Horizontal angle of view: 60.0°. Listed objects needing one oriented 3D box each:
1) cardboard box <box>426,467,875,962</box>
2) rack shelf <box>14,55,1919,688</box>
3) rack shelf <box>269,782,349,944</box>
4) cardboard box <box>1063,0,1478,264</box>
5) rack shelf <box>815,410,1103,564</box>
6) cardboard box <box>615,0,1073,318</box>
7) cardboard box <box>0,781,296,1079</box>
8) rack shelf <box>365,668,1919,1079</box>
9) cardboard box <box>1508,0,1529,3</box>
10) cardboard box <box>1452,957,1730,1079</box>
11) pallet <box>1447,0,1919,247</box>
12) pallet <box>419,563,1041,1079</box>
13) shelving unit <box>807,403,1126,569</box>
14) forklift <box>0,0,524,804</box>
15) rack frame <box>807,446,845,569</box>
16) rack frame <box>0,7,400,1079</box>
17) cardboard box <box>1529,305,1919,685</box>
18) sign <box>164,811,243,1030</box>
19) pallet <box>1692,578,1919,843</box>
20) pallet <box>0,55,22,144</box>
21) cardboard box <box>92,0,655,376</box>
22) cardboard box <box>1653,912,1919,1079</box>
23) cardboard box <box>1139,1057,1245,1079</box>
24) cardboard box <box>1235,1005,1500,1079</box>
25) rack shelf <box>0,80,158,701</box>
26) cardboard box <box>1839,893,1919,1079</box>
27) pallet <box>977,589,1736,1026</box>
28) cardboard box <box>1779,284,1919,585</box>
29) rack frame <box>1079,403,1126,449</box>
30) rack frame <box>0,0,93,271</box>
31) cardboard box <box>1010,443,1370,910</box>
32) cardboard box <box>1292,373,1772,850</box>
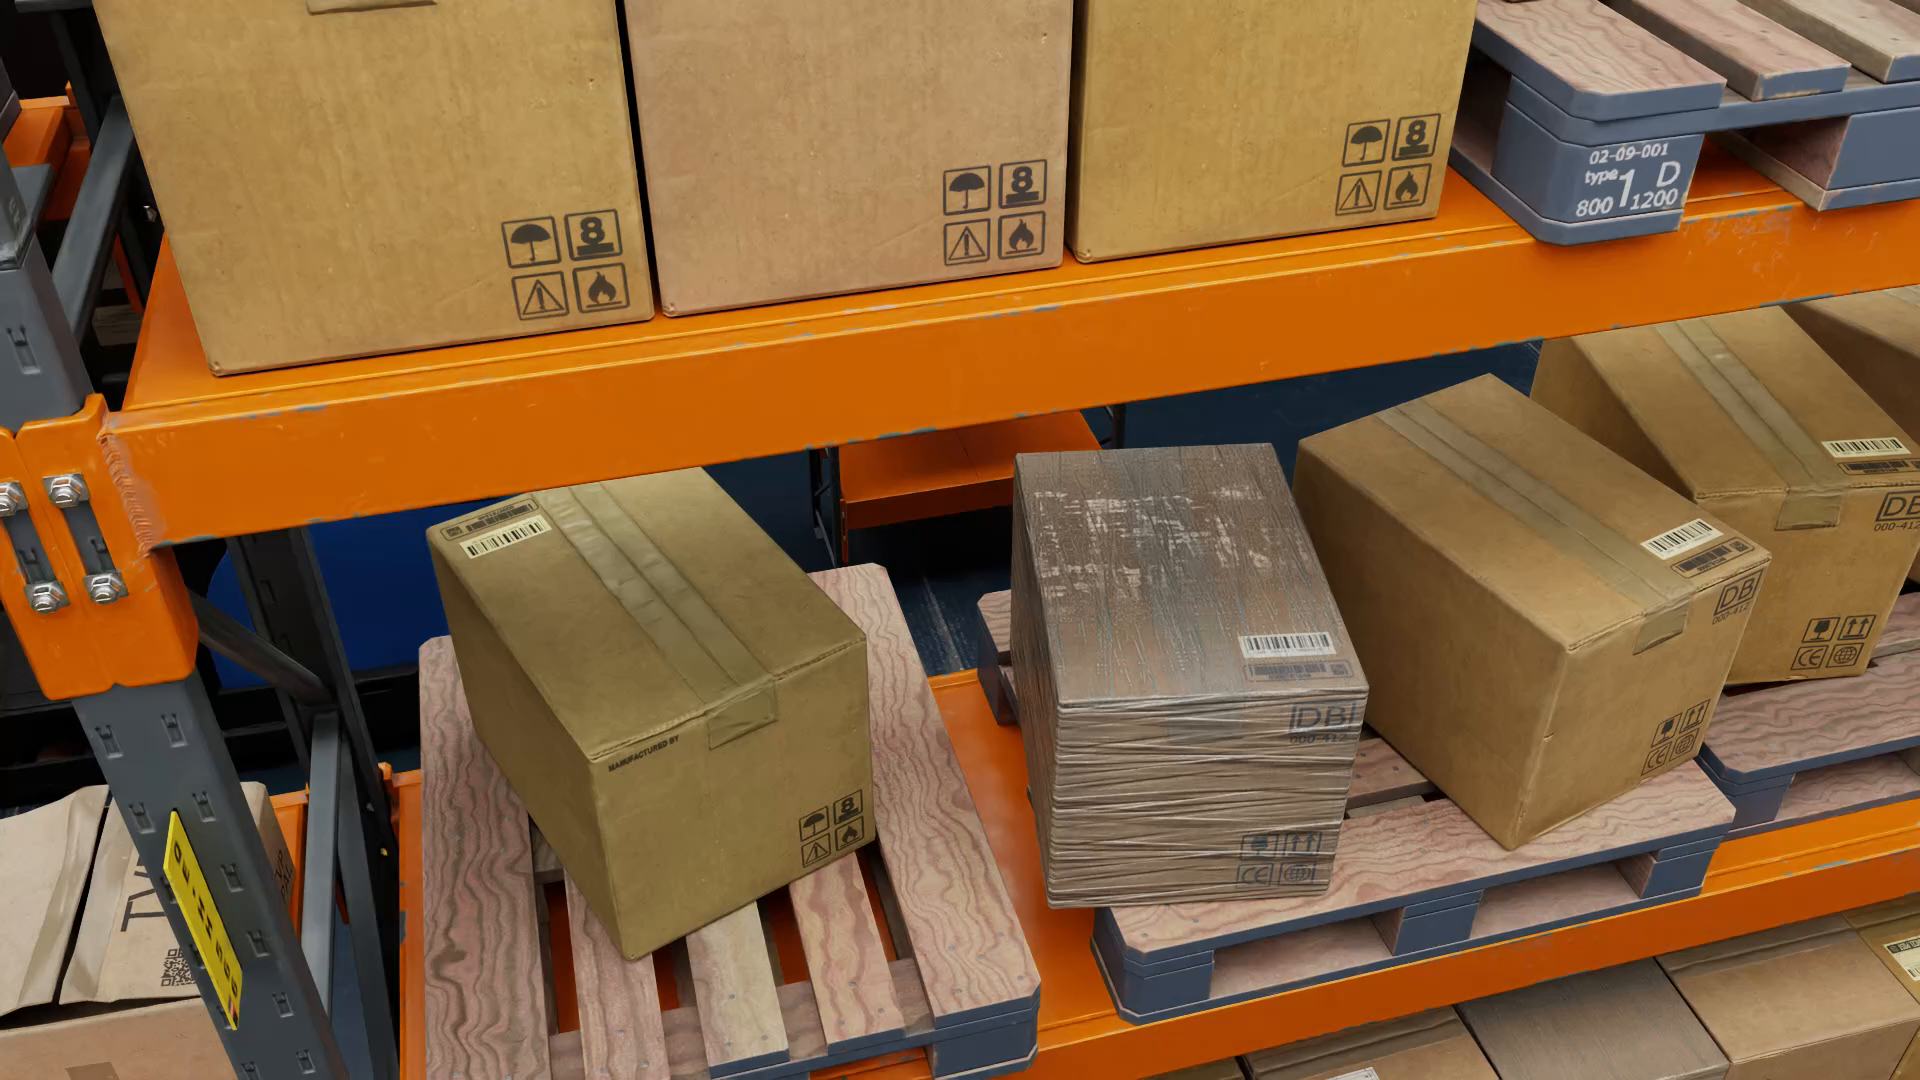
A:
[{"bbox_3d":[-0.555,0.264,3.008,0.500,0.500,0.700,-23,43,-27],"label":"cardboard box"},{"bbox_3d":[0.797,-0.586,2.671,4.000,0.370,1.077,-9,38,-12],"label":"rack shelf"},{"bbox_3d":[-3.065,1.239,2.754,4.000,0.370,1.077,-9,38,-12],"label":"rack shelf"},{"bbox_3d":[0.273,-0.847,2.337,0.500,0.500,0.910,-9,38,-12],"label":"cardboard box"},{"bbox_3d":[0.007,-0.254,6.058,1.000,0.278,0.538,-9,38,-12],"label":"rack shelf"},{"bbox_3d":[-0.229,-0.765,2.230,0.500,0.500,0.910,-9,38,-12],"label":"cardboard box"},{"bbox_3d":[-1.496,0.704,2.935,0.500,0.311,0.500,-7,38,-9],"label":"cardboard box"},{"bbox_3d":[0.797,0.605,3.582,4.000,0.370,1.077,-9,38,-12],"label":"rack shelf"},{"bbox_3d":[0.935,-1.186,2.352,0.600,0.600,0.600,-11,39,-14],"label":"cardboard box"},{"bbox_3d":[1.363,1.220,3.882,0.500,0.500,0.500,-9,38,-11],"label":"cardboard box"},{"bbox_3d":[1.080,-0.886,2.625,1.003,0.211,1.213,-9,38,-12],"label":"pallet"},{"bbox_3d":[-0.498,0.564,3.202,1.003,0.211,1.213,-9,38,-12],"label":"pallet"},{"bbox_3d":[0.007,-0.448,5.910,1.048,1.125,0.538,-9,38,-12],"label":"shelving unit"},{"bbox_3d":[-2.829,-0.695,4.747,3.031,2.935,1.130,-8,38,-10],"label":"forklift"},{"bbox_3d":[-0.484,-0.367,5.804,0.032,1.125,0.500,-9,38,-12],"label":"rack frame"},{"bbox_3d":[-1.134,0.636,2.949,0.127,3.000,1.000,-9,38,-12],"label":"rack frame"},{"bbox_3d":[1.565,-0.114,3.502,0.500,0.500,0.700,-4,38,-5],"label":"cardboard box"},{"bbox_3d":[-0.986,0.501,2.173,0.005,0.325,0.100,-9,38,-12],"label":"sign"},{"bbox_3d":[1.928,0.141,3.754,1.213,0.211,1.003,-9,38,-12],"label":"pallet"},{"bbox_3d":[-1.766,-0.320,1.886,1.003,0.211,1.213,-8,38,-10],"label":"pallet"},{"bbox_3d":[-0.721,-0.684,2.124,0.500,0.500,0.910,-9,38,-12],"label":"cardboard box"},{"bbox_3d":[1.847,1.140,3.986,0.500,0.500,0.500,-9,38,-12],"label":"cardboard box"},{"bbox_3d":[0.370,1.387,3.663,0.500,0.500,0.500,-10,38,-13],"label":"cardboard box"},{"bbox_3d":[0.872,1.301,3.775,0.500,0.500,0.500,-11,39,-13],"label":"cardboard box"},{"bbox_3d":[-3.065,0.047,1.843,4.000,0.370,1.077,-9,38,-12],"label":"rack shelf"},{"bbox_3d":[2.326,1.067,4.082,0.500,0.500,0.500,-10,38,-12],"label":"cardboard box"},{"bbox_3d":[0.742,0.402,3.414,1.213,0.211,1.003,-9,38,-12],"label":"pallet"},{"bbox_3d":[2.212,-0.260,3.693,0.500,0.500,0.700,-23,43,-27],"label":"cardboard box"},{"bbox_3d":[0.497,-0.528,6.015,0.032,1.125,0.500,-9,38,-12],"label":"rack frame"},{"bbox_3d":[-1.134,-1.747,1.127,0.127,3.000,1.000,-9,38,-12],"label":"rack frame"},{"bbox_3d":[0.378,0.231,3.051,0.500,0.500,0.700,-3,37,-3],"label":"cardboard box"},{"bbox_3d":[1.038,0.112,3.207,0.500,0.500,0.700,-19,41,-23],"label":"cardboard box"}]
